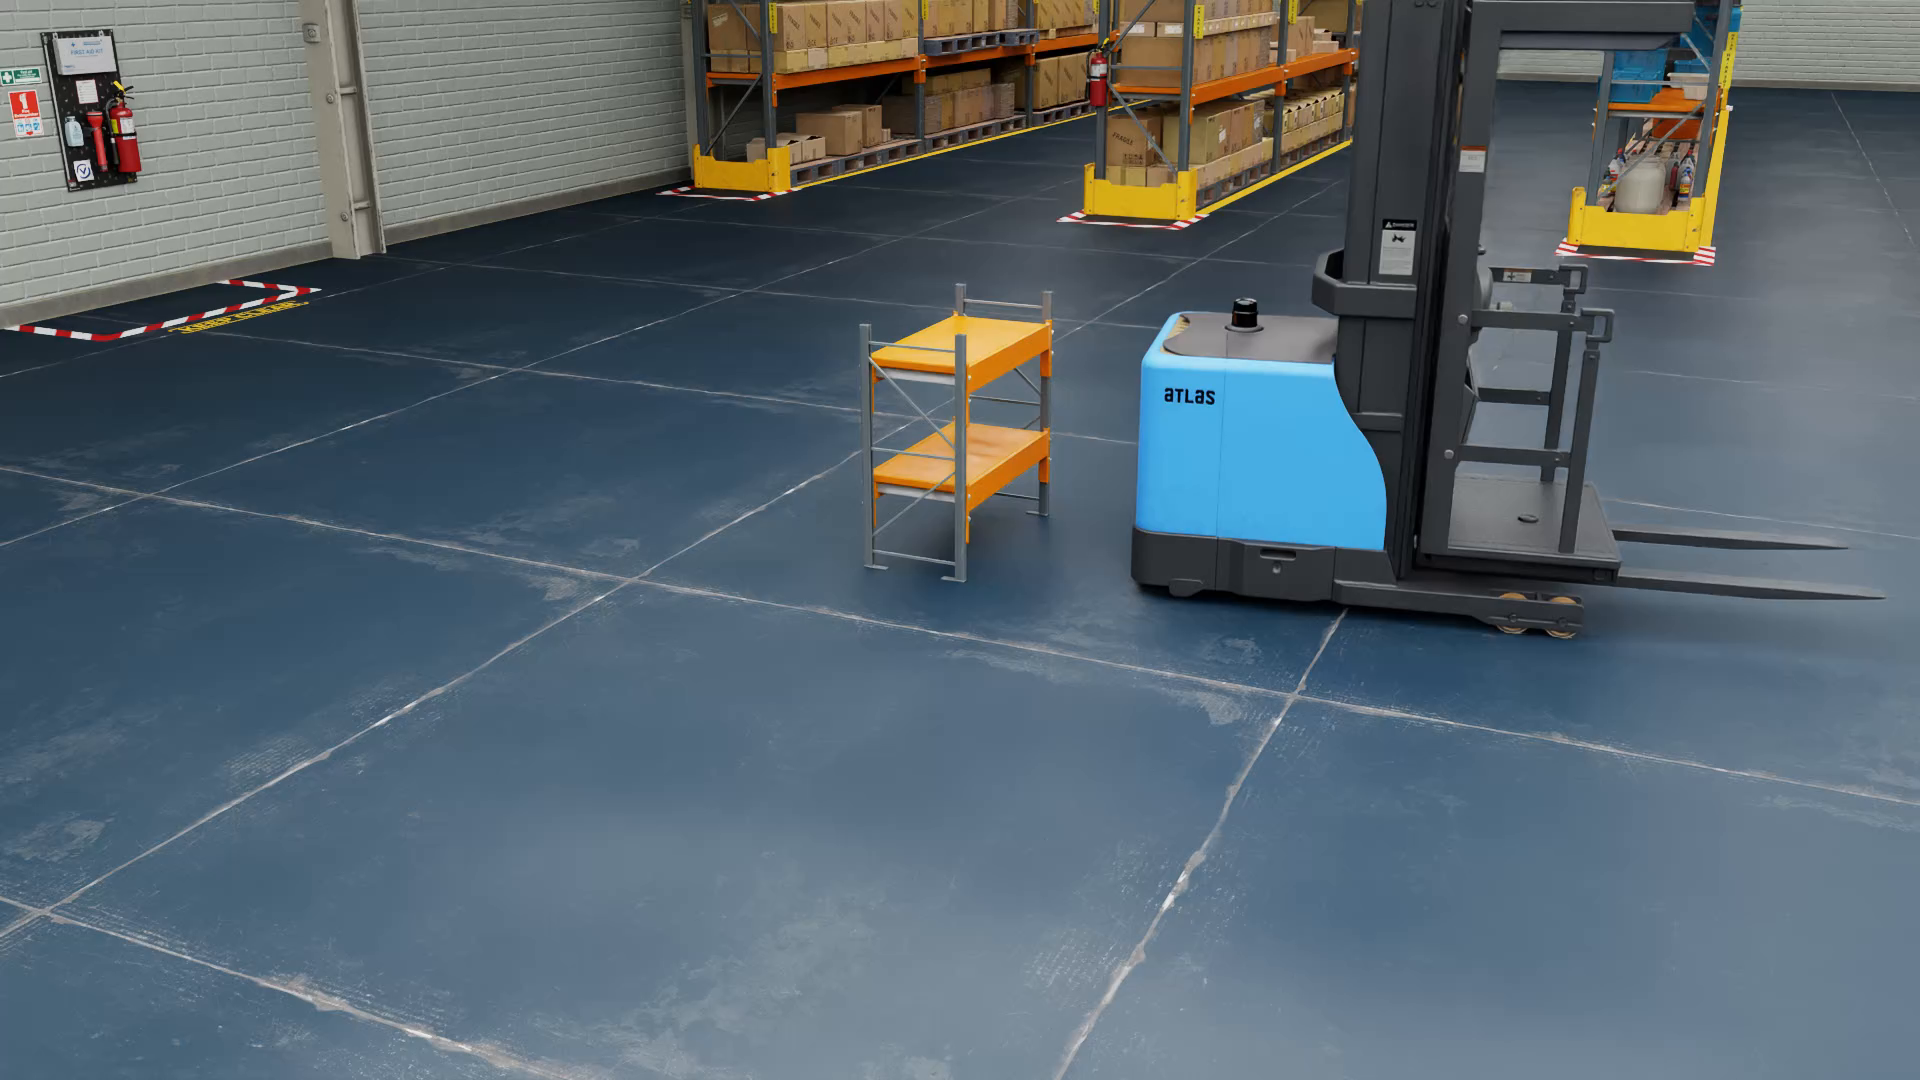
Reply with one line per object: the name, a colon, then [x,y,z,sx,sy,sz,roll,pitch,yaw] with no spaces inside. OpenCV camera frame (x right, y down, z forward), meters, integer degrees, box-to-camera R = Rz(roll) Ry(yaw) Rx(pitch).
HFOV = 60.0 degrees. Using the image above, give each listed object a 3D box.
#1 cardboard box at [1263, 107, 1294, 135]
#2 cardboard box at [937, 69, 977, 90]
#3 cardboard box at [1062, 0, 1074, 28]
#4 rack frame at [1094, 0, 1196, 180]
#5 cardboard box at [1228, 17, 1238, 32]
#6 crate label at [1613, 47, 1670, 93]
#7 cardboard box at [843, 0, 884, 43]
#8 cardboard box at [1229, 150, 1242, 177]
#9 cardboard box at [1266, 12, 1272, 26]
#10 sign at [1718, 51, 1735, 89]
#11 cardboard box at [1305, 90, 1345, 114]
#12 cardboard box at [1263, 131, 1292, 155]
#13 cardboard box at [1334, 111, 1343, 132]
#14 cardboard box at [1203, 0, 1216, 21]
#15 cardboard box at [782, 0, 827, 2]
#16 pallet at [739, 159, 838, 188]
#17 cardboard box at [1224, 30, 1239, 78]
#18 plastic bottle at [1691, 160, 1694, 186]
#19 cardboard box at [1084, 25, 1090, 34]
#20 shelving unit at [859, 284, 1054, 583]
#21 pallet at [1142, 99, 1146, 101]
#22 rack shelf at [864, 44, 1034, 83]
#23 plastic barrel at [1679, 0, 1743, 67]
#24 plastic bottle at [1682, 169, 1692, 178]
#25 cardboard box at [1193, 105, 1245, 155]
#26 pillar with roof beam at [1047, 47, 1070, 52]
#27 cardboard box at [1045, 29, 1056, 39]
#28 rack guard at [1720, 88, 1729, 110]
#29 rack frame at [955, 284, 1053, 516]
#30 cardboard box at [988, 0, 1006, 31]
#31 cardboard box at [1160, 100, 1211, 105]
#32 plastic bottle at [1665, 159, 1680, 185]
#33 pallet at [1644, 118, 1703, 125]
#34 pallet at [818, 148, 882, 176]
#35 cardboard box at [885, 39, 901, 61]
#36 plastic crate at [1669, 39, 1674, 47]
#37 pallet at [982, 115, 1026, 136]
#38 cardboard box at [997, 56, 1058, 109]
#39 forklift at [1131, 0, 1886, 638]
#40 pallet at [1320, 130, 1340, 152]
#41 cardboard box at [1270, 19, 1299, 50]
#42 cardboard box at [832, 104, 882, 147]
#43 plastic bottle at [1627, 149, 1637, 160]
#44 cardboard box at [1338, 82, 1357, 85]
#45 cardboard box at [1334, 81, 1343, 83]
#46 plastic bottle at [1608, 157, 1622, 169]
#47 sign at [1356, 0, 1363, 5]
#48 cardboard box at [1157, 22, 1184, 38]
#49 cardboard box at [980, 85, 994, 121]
cardboard box: [3.948,-5.360,21.205,0.500,0.311,0.500,9,21,23]
cardboard box: [-0.075,-6.835,24.666,0.500,0.250,0.500,8,21,22]
cardboard box: [1.529,-8.623,27.117,0.500,0.500,0.500,8,21,22]
rack frame: [1.914,-4.879,17.211,1.000,3.000,0.127,9,21,23]
cardboard box: [2.901,-5.792,18.661,0.380,0.149,0.250,9,21,23]
crate label: [6.938,-4.814,16.977,0.502,0.435,0.616,9,21,23]
cardboard box: [-1.296,-6.579,21.068,0.500,0.500,0.500,8,21,21]
cardboard box: [2.952,-4.373,19.265,0.500,0.250,0.500,9,21,23]
cardboard box: [3.533,-6.267,19.996,0.380,0.149,0.250,8,21,22]
sign: [6.931,-4.252,15.034,0.100,0.325,0.005,9,21,23]
cardboard box: [5.200,-6.297,23.839,0.500,0.311,0.500,9,22,24]
cardboard box: [3.943,-5.093,21.291,0.500,0.250,0.500,8,21,21]
cardboard box: [5.197,-6.032,23.931,0.500,0.250,0.500,9,22,24]
cardboard box: [2.349,-5.856,17.873,0.700,0.500,0.500,8,21,21]
cardboard box: [-1.979,-6.488,20.810,0.500,0.500,0.500,9,21,23]
pallet: [-2.211,-4.510,20.336,1.003,0.211,1.213,9,21,23]
cardboard box: [2.748,-5.541,18.922,0.700,0.500,0.500,9,22,24]
plastic bottle: [7.961,-3.998,18.130,0.061,0.283,0.133,10,22,26]
cardboard box: [1.983,-8.667,28.207,0.380,0.149,0.250,9,21,23]
shelving unit: [0.003,-0.532,7.786,0.538,1.125,1.048,9,21,23]
pallet: [3.188,-8.508,31.577,1.003,0.211,1.213,9,21,23]
rack shelf: [-0.150,-7.053,24.397,1.077,0.370,4.000,9,21,23]
plastic barrel: [8.504,-5.734,18.866,0.600,0.901,0.708,9,21,23]
plastic bottle: [7.639,-3.767,17.499,0.097,0.271,0.097,0,20,0]
cardboard box: [2.953,-4.726,19.139,0.500,0.500,0.500,9,21,23]
pillar with roof beam: [5.732,-11.794,27.703,9.100,9.000,0.400,9,21,23]
cardboard box: [1.312,-8.108,26.637,0.380,0.149,0.250,9,22,24]
rack guard: [12.981,-7.921,29.494,1.175,0.500,0.348,9,21,23]
rack frame: [0.211,-0.687,8.223,0.500,1.125,0.032,9,21,23]
cardboard box: [0.282,-7.938,25.006,0.700,0.500,0.500,6,21,18]
cardboard box: [2.667,-4.953,19.776,0.500,0.500,0.500,9,21,23]
plastic bottle: [7.845,-4.062,18.323,0.152,0.276,0.135,9,21,23]
pallet: [10.991,-6.322,25.431,1.003,0.211,1.213,9,21,23]
pallet: [-1.710,-4.882,21.381,1.003,0.211,1.213,9,21,23]
cardboard box: [-1.098,-6.381,21.630,0.500,0.250,0.500,9,21,23]
plastic crate: [8.766,-6.222,20.891,0.402,0.464,0.583,9,21,23]
pallet: [0.348,-6.450,25.792,1.003,0.211,1.213,9,21,23]
cardboard box: [1.090,-7.395,26.867,0.750,0.750,0.750,8,21,22]
forklift: [2.325,-1.174,6.895,3.031,2.935,1.130,5,20,13]
pallet: [4.817,-5.764,23.862,1.003,0.211,1.213,9,21,23]
cardboard box: [4.097,-6.542,21.739,0.500,0.500,0.500,10,22,27]
cardboard box: [-1.358,-5.487,21.995,0.500,0.500,0.500,7,21,19]
plastic bottle: [7.492,-4.170,18.516,0.144,0.351,0.185,9,21,23]
cardboard box: [6.056,-6.767,25.595,0.500,0.500,0.500,8,21,22]
cardboard box: [5.780,-6.991,26.225,0.500,0.500,0.500,8,21,21]
plastic bottle: [7.033,-3.946,17.884,0.144,0.351,0.185,10,22,25]
sign: [5.698,-7.795,23.682,0.100,0.325,0.005,9,21,23]
cardboard box: [2.271,-5.322,17.340,0.380,0.149,0.250,8,21,22]
cardboard box: [0.105,-6.664,25.304,0.700,0.500,0.500,9,21,23]
